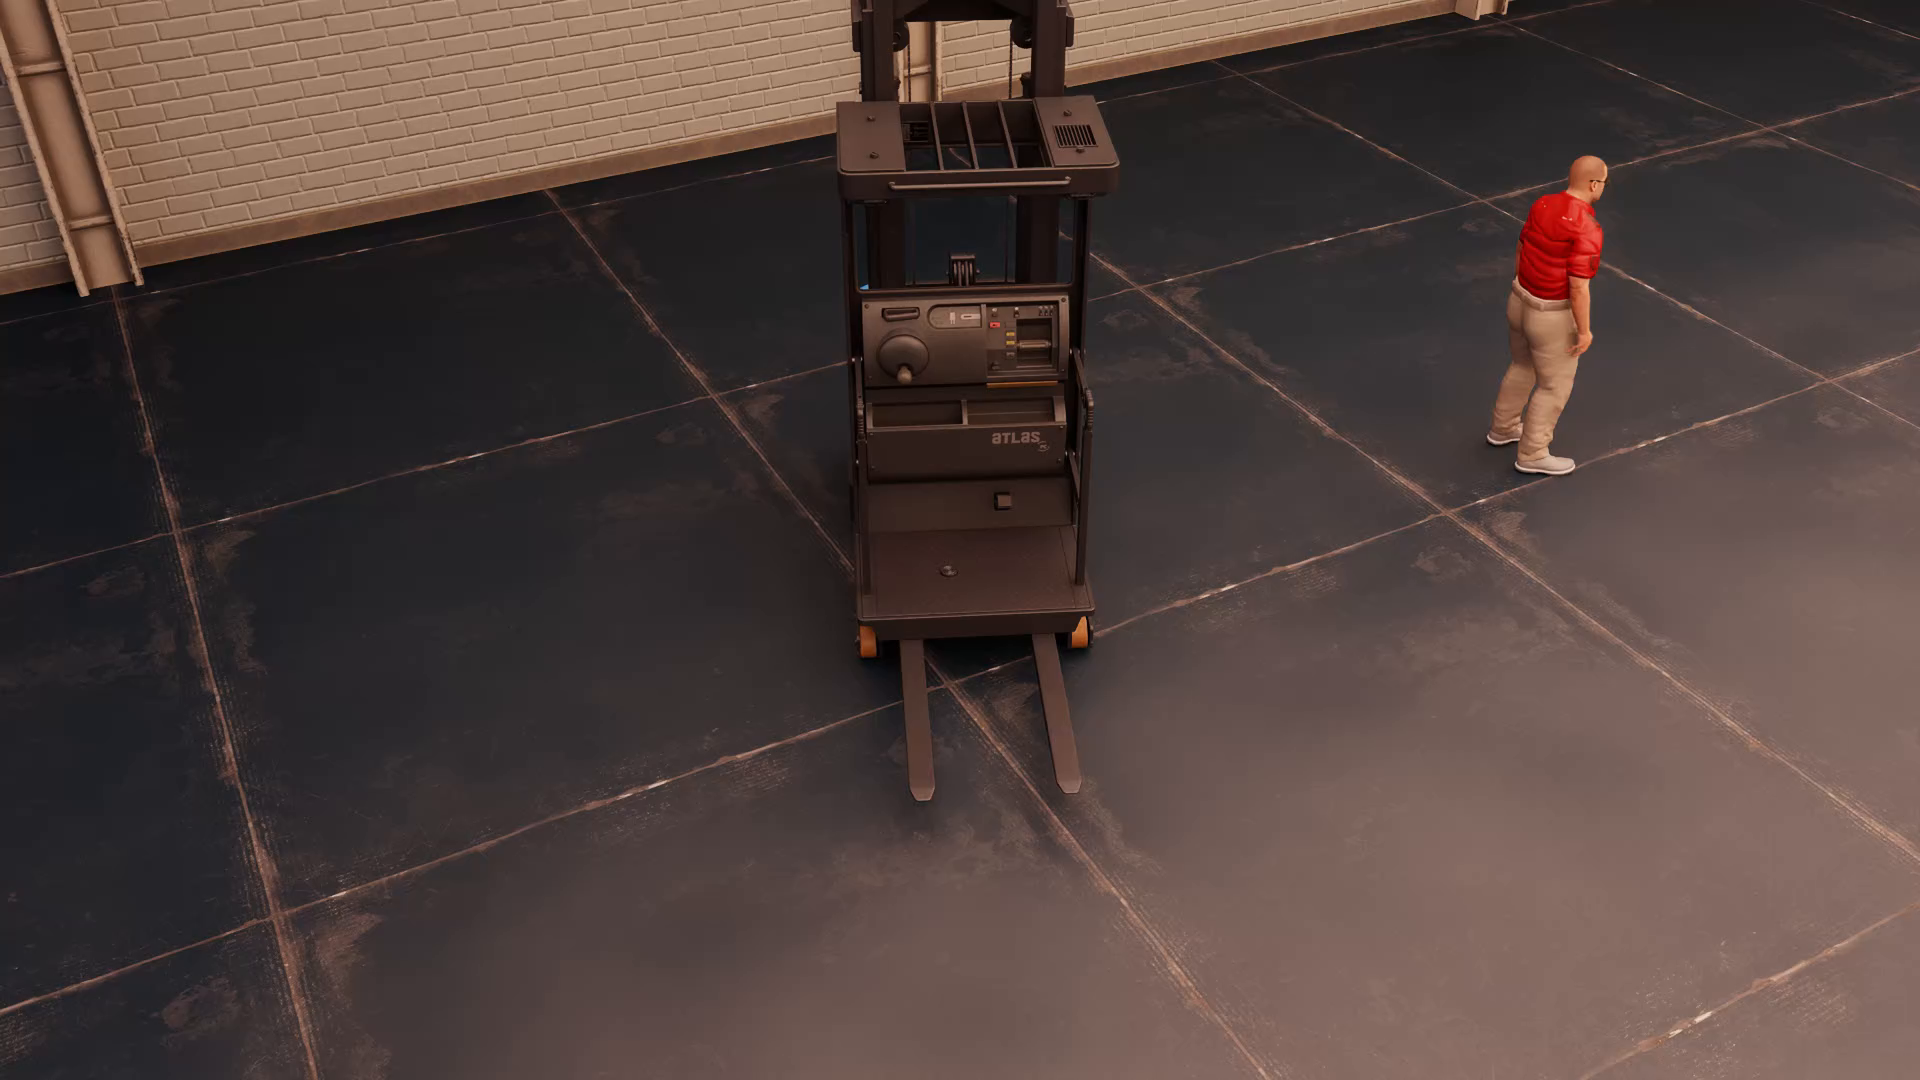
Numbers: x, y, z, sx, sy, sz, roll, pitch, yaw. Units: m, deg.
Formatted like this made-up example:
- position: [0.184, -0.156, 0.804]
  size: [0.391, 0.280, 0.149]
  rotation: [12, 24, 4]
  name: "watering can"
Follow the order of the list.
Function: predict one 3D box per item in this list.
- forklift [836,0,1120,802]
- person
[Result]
- position: [0.045, -0.837, 7.308]
  size: [1.130, 2.935, 3.031]
  rotation: [-2, 35, -3]
  name: "forklift"
- position: [3.153, -1.210, 8.876]
  size: [0.391, 1.728, 0.606]
  rotation: [-10, 36, -13]
  name: "person"
